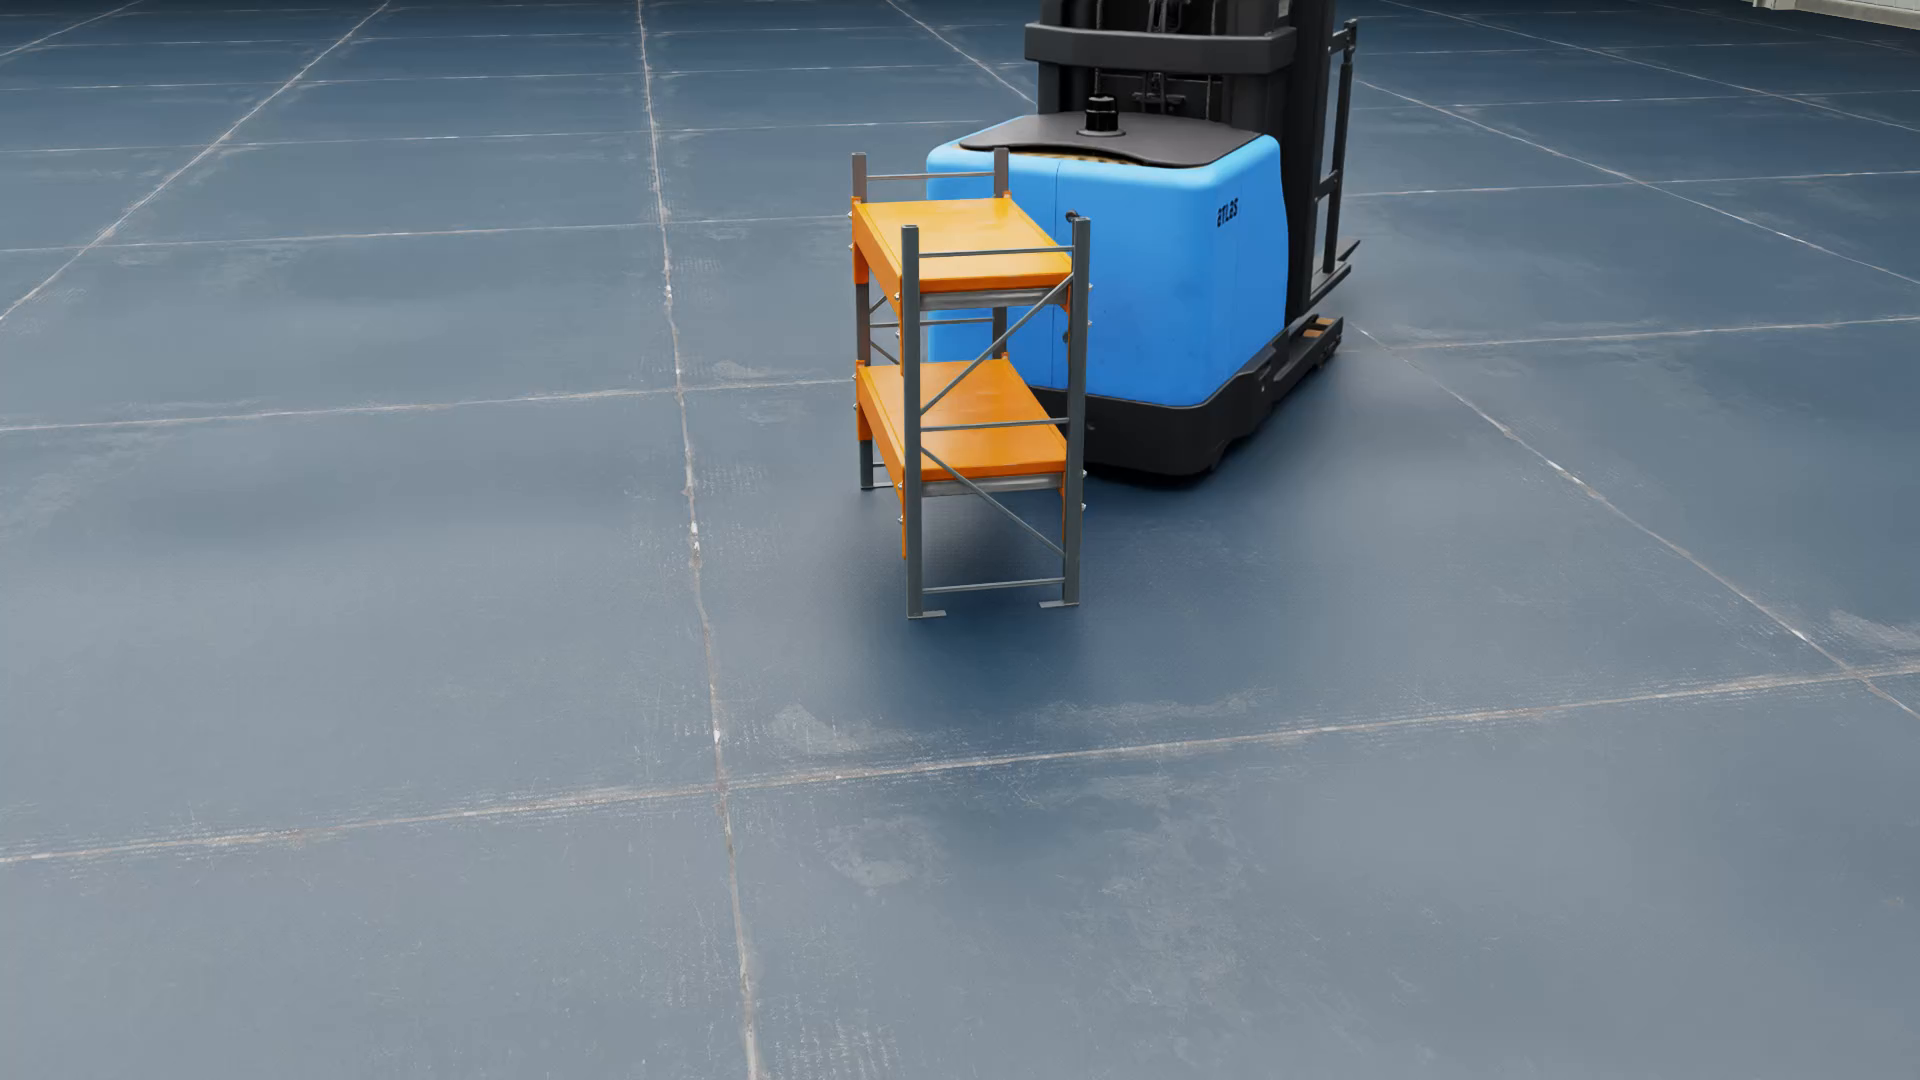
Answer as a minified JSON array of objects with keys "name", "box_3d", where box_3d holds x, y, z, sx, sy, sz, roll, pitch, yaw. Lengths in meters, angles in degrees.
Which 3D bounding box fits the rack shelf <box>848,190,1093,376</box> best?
[{"name":"rack shelf","box_3d":[0.001,-0.781,4.902,0.538,0.278,1.000,-4,24,-10]}]

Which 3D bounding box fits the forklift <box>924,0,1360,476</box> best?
[{"name":"forklift","box_3d":[0.967,-2.114,6.429,1.130,2.935,3.031,11,26,24]}]

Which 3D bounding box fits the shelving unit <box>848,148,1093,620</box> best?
[{"name":"shelving unit","box_3d":[0.001,-0.513,5.019,0.538,1.125,1.048,-4,24,-10]}]

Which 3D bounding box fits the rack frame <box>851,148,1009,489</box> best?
[{"name":"rack frame","box_3d":[-0.093,-0.713,5.477,0.500,1.125,0.032,-4,24,-10]}]

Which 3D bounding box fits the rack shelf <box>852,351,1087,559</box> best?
[{"name":"rack shelf","box_3d":[0.001,-0.289,5.117,0.538,0.278,1.000,-4,24,-10]}]

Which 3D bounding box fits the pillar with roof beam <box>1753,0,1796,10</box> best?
[{"name":"pillar with roof beam","box_3d":[5.395,-10.096,17.123,9.100,9.000,0.400,-4,24,-10]}]

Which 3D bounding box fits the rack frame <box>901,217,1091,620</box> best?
[{"name":"rack frame","box_3d":[0.095,-0.313,4.561,0.500,1.125,0.032,-4,24,-10]}]
